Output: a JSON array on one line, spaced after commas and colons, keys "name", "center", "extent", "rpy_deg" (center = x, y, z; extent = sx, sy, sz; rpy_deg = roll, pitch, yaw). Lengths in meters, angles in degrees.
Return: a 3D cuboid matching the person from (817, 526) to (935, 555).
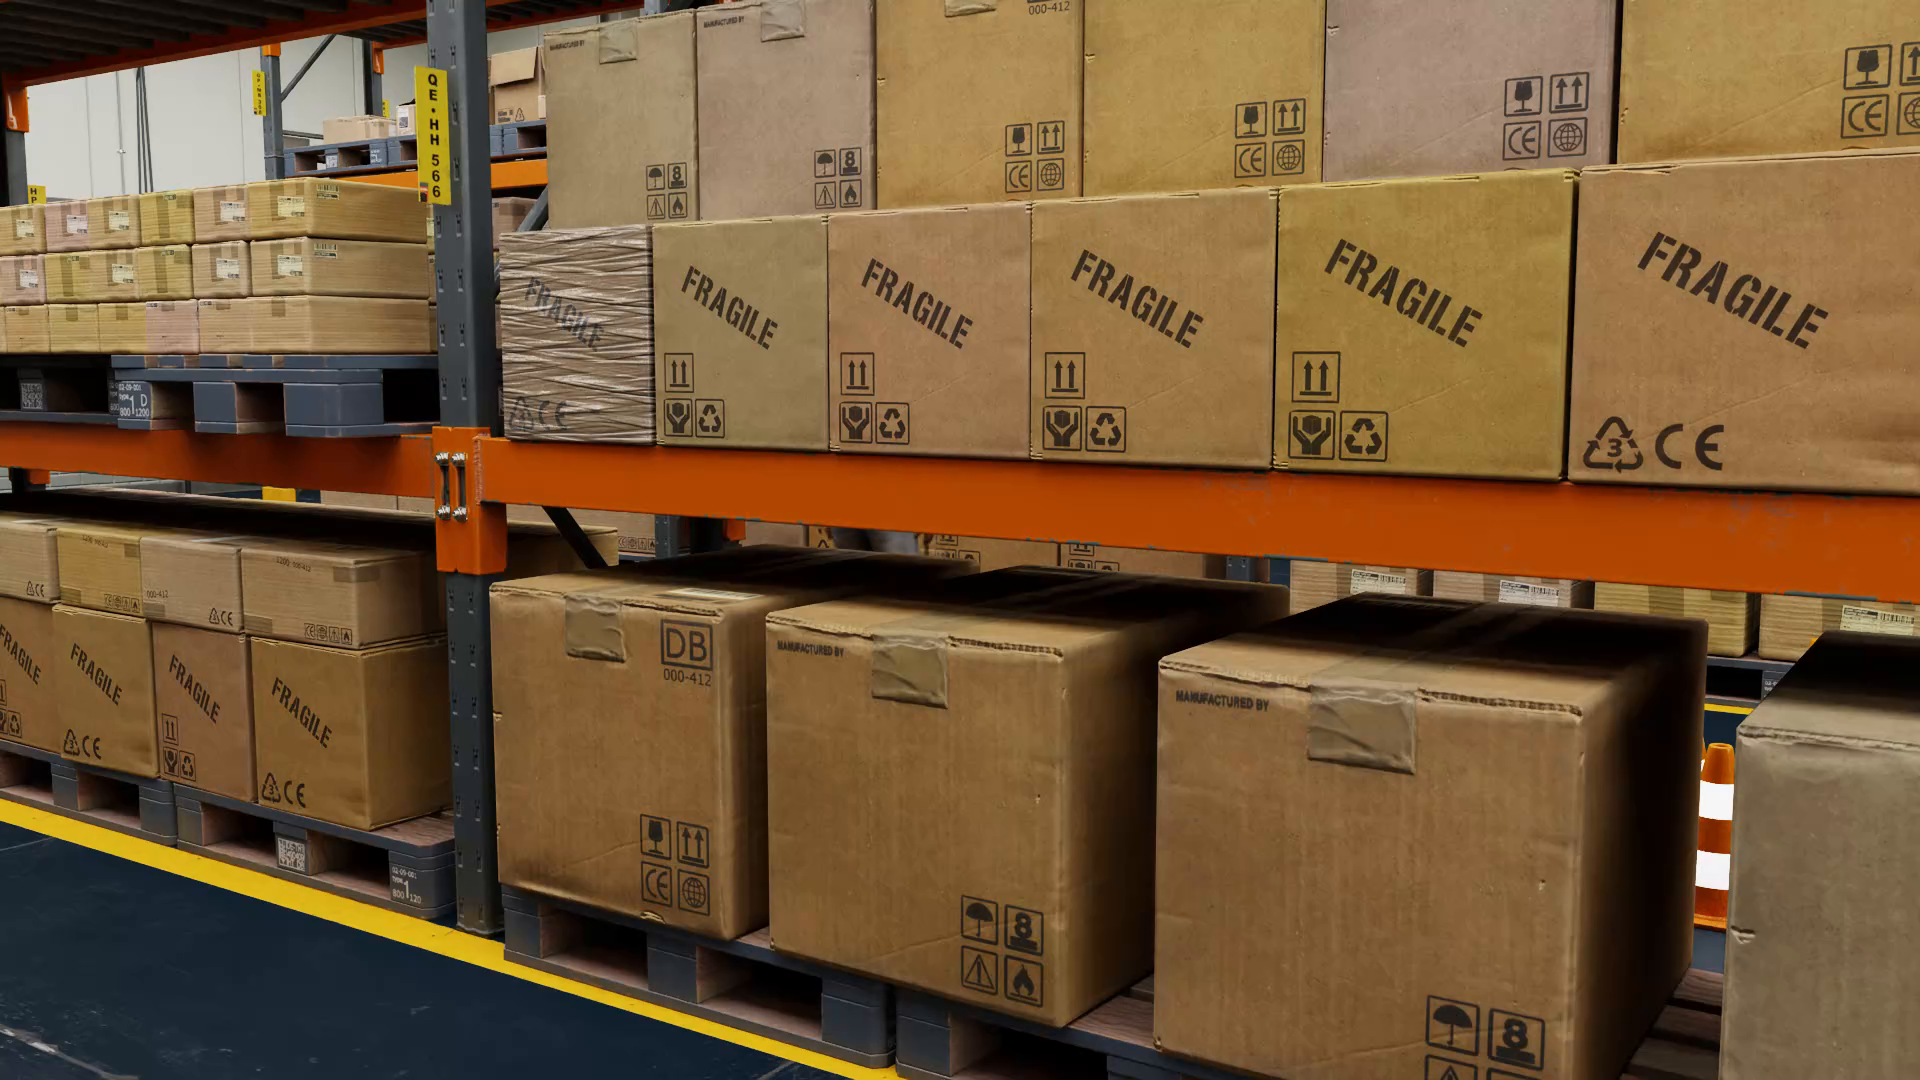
[{"name": "person", "center": [-0.371, -0.161, 7.176], "extent": [0.619, 1.759, 0.461], "rpy_deg": [4, 7, 31]}]
